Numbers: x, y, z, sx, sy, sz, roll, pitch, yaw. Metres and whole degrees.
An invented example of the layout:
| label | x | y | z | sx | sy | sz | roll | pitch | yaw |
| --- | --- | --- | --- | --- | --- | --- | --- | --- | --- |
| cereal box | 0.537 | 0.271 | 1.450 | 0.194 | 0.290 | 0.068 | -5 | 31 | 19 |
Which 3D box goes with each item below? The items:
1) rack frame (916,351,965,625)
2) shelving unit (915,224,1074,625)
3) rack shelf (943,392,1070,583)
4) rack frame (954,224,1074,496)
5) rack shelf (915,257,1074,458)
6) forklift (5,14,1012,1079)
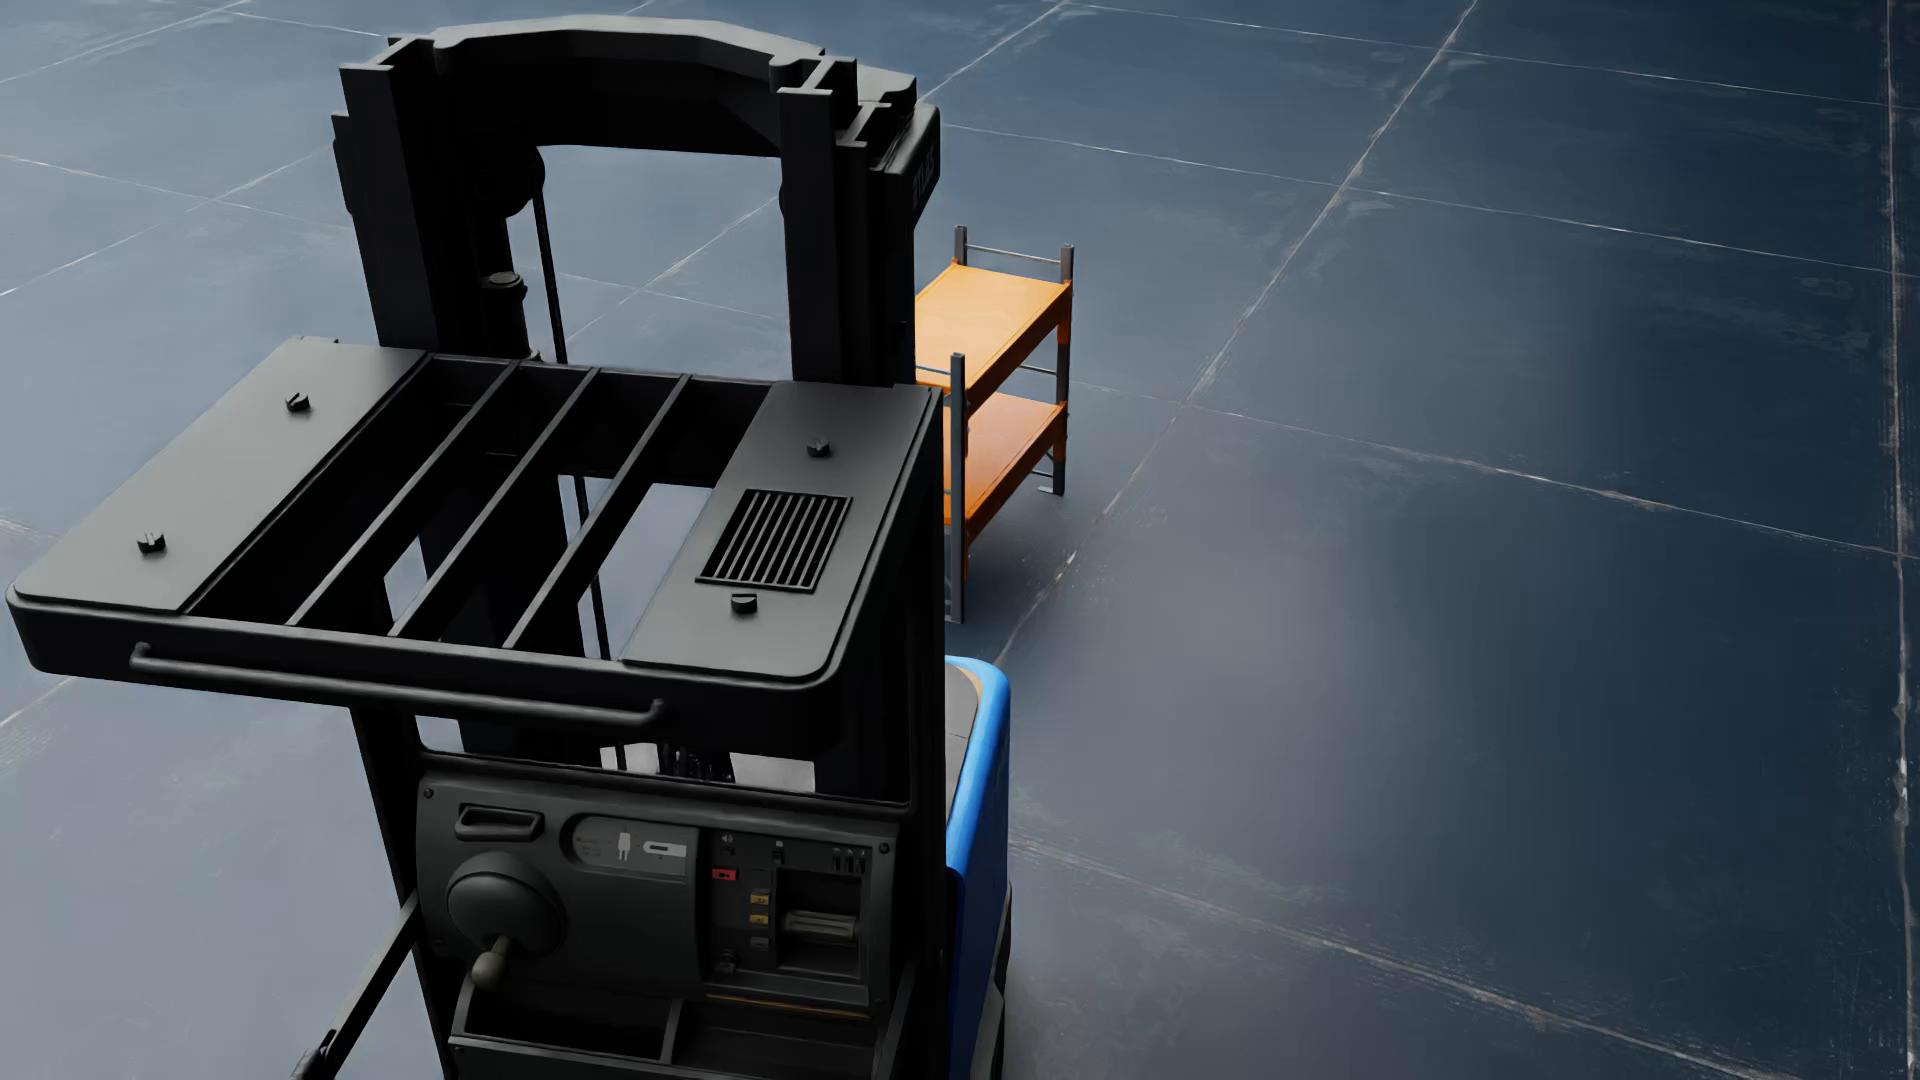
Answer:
| label | x | y | z | sx | sy | sz | roll | pitch | yaw |
| --- | --- | --- | --- | --- | --- | --- | --- | --- | --- |
| rack frame | -0.216 | -0.214 | 6.050 | 0.500 | 1.125 | 0.032 | 14 | 36 | 20 |
| shelving unit | -0.003 | -0.467 | 6.436 | 0.538 | 1.125 | 1.048 | 14 | 36 | 20 |
| rack shelf | -0.003 | -0.263 | 6.570 | 0.538 | 0.278 | 1.000 | 14 | 36 | 20 |
| rack frame | 0.210 | -0.720 | 6.823 | 0.500 | 1.125 | 0.032 | 14 | 36 | 20 |
| rack shelf | -0.003 | -0.712 | 6.276 | 0.538 | 0.278 | 1.000 | 14 | 36 | 20 |
| forklift | -0.610 | 0.737 | 2.953 | 1.130 | 2.935 | 3.031 | 5 | 34 | 8 |
